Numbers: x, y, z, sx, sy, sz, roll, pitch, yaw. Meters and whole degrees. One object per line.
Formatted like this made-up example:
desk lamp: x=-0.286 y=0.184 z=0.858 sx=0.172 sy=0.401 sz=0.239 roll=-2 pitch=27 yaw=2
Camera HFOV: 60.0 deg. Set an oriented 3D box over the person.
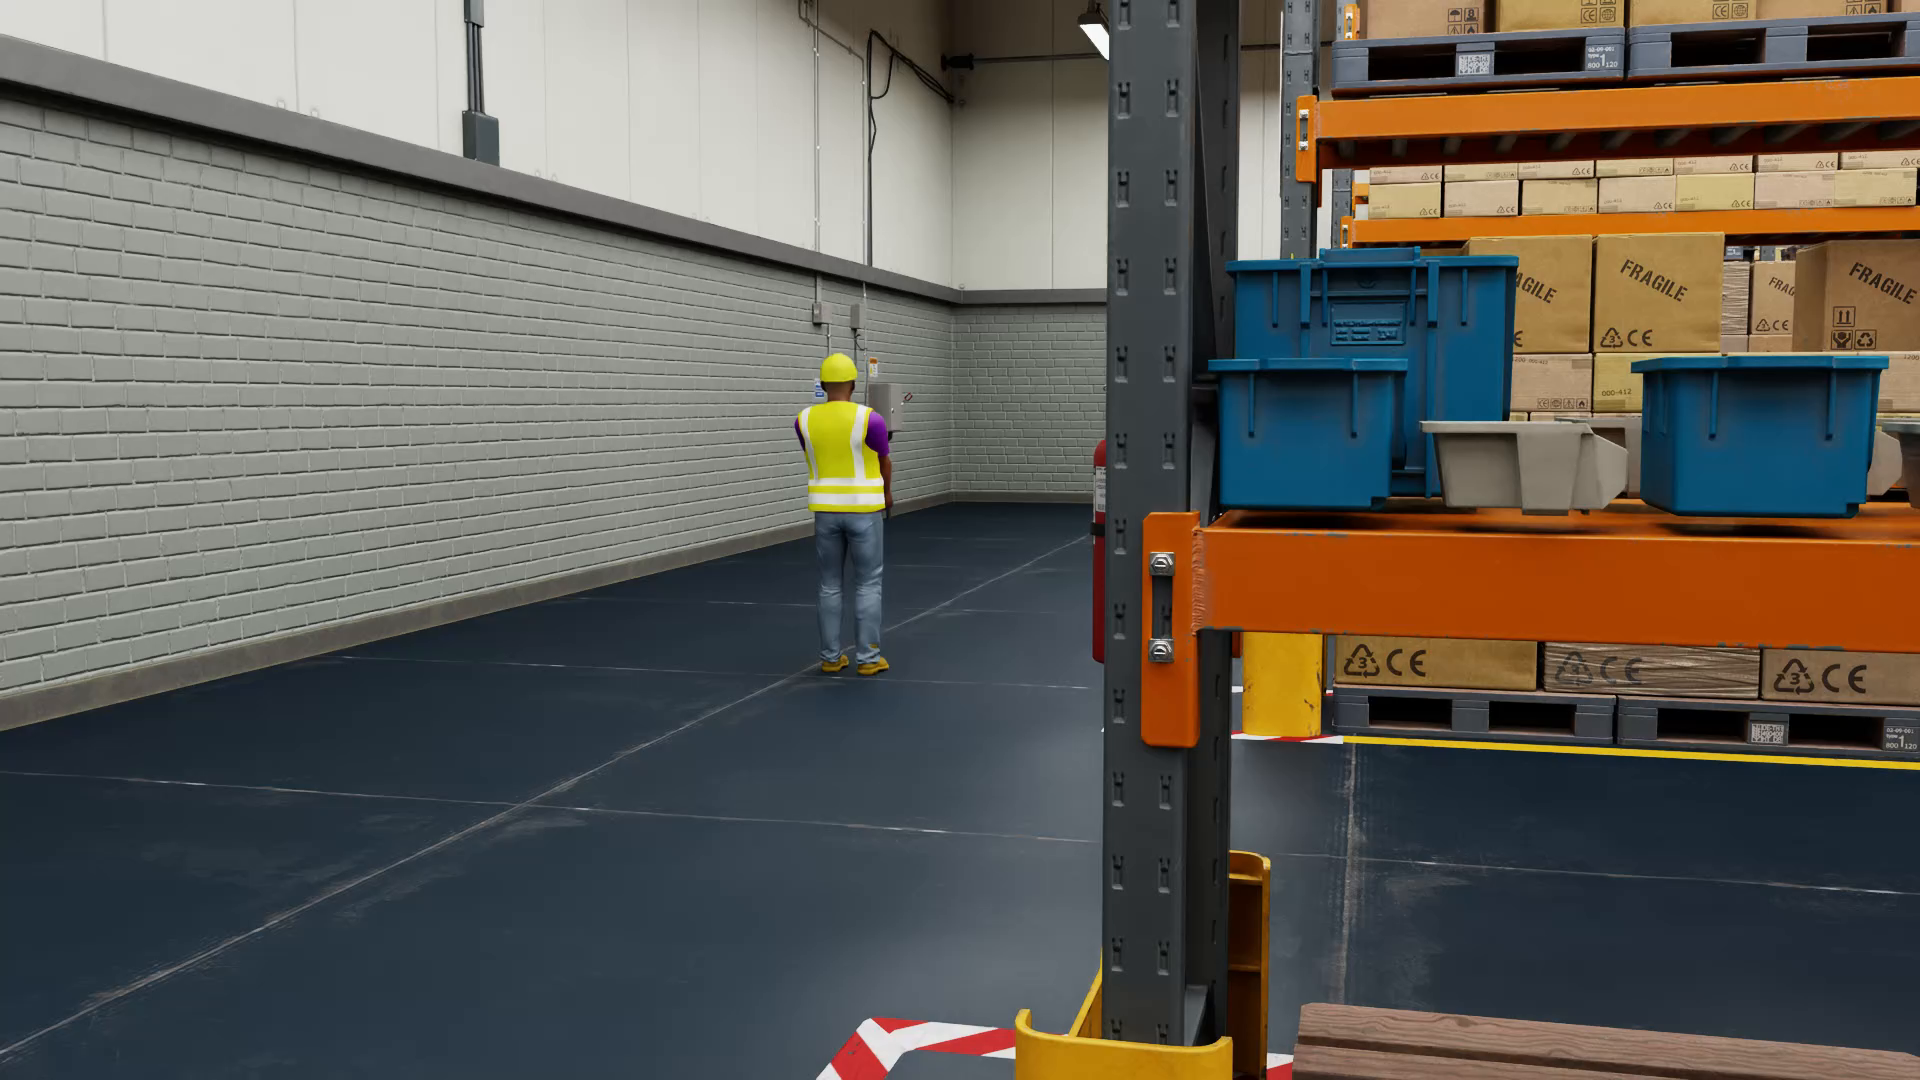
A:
person: x=-0.614 y=-0.152 z=9.241 sx=0.503 sy=1.760 sz=0.577 roll=1 pitch=5 yaw=14
